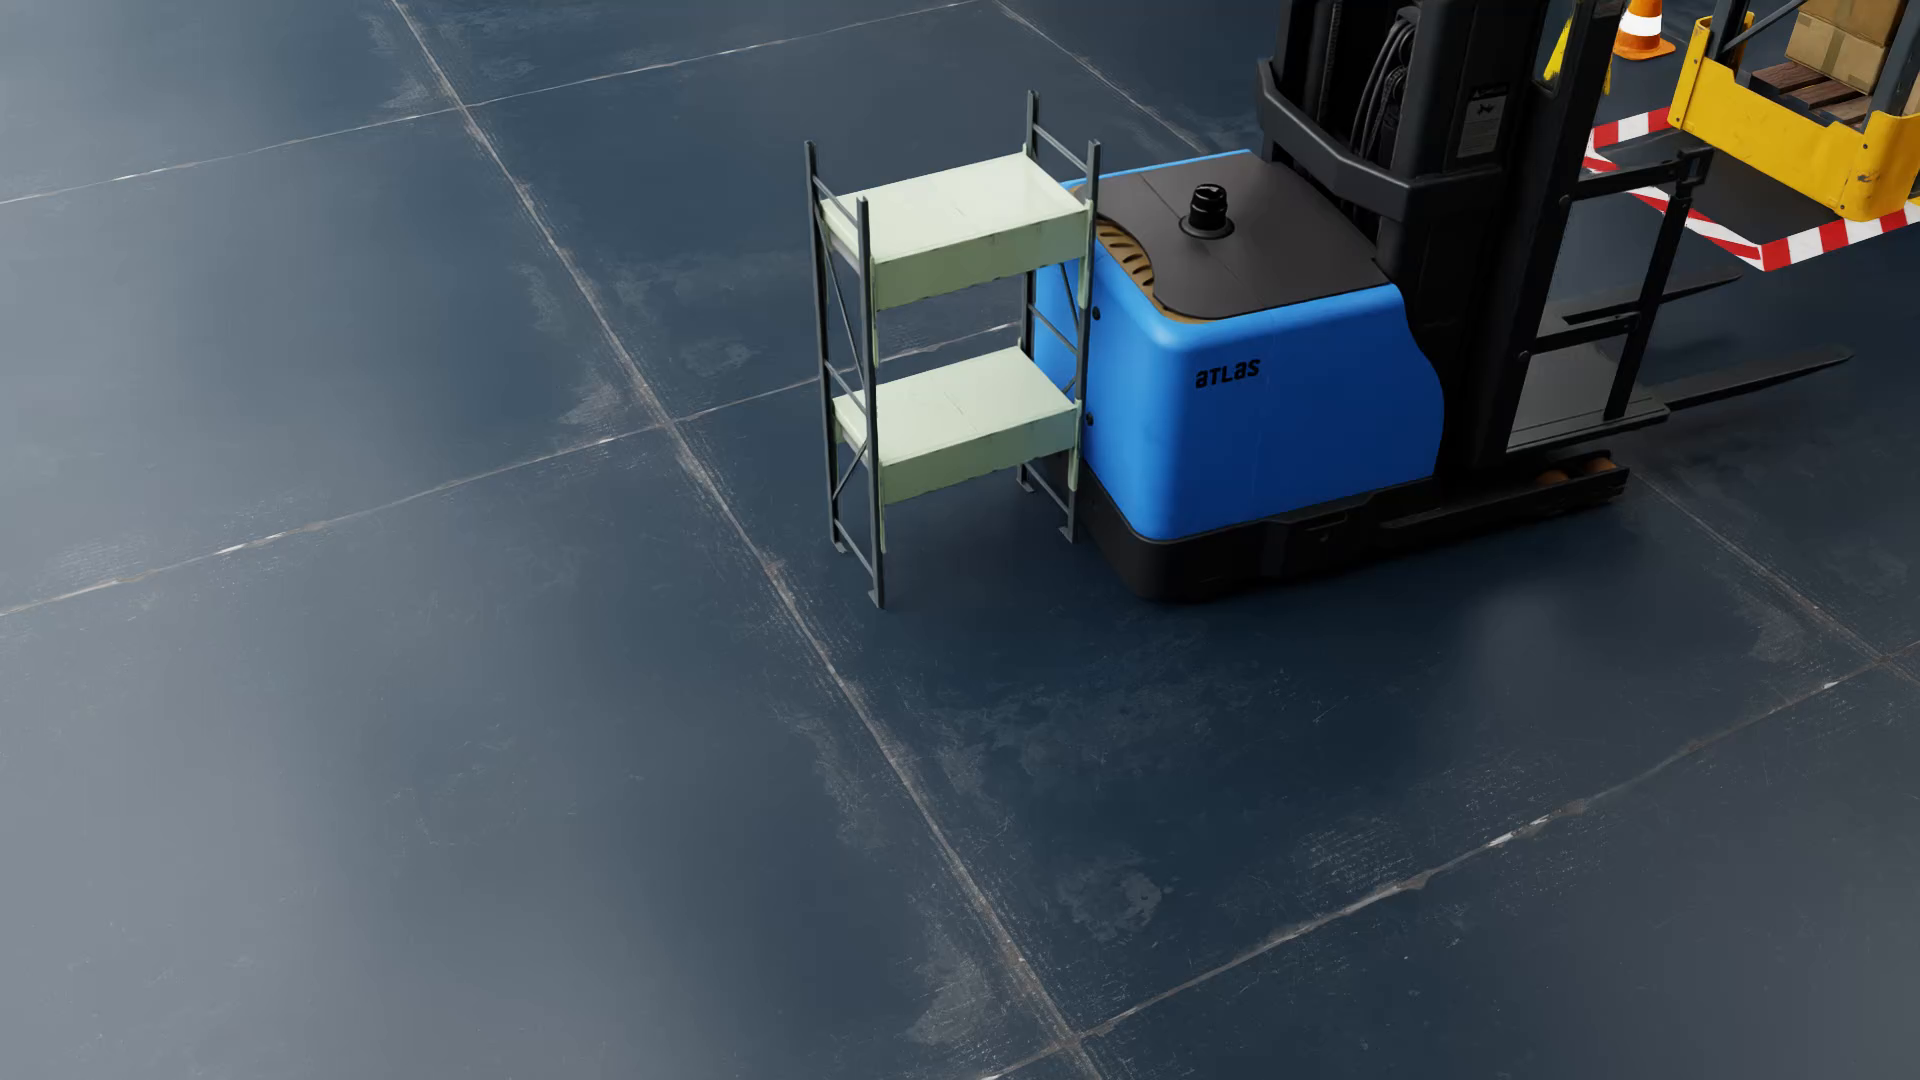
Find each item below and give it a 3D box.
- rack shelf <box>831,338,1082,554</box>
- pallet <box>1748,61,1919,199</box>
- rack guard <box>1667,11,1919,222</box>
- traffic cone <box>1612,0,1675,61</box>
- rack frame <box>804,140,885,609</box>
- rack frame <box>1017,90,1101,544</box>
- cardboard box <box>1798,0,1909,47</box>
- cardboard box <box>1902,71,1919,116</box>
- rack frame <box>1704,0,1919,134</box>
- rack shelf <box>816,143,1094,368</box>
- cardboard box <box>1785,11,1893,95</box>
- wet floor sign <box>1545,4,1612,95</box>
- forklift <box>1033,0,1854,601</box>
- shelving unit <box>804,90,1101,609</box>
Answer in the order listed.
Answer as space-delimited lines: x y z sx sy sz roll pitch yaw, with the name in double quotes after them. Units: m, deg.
-0.022 -0.320 5.472 0.720 0.370 0.431 -18 43 -20 "rack shelf"
4.617 -2.094 8.061 1.213 0.211 1.003 -19 44 -21 "pallet"
3.880 -1.982 7.705 0.348 0.500 1.175 -19 44 -21 "rack guard"
3.598 -2.813 8.715 0.334 0.463 0.336 -19 44 -21 "traffic cone"
-0.348 -0.462 5.135 0.023 1.500 0.400 -18 43 -20 "rack frame"
0.305 -0.676 5.387 0.023 1.500 0.400 -18 43 -20 "rack frame"
4.403 -2.699 7.840 0.500 0.500 0.500 -18 44 -20 "cardboard box"
4.656 -2.107 7.720 0.500 0.250 0.500 -19 44 -21 "cardboard box"
3.813 -2.914 6.870 0.127 3.000 1.000 -19 44 -21 "rack frame"
-0.022 -0.867 5.009 0.720 0.370 0.431 -18 43 -20 "rack shelf"
4.427 -2.427 8.099 0.500 0.250 0.500 -19 44 -21 "cardboard box"
3.150 -2.572 8.288 0.232 0.644 0.267 -5 40 -6 "wet floor sign"
1.817 -1.507 5.262 3.031 2.935 1.130 -13 42 -15 "forklift"
-0.022 -0.569 5.261 0.755 1.500 0.431 -18 43 -20 "shelving unit"
